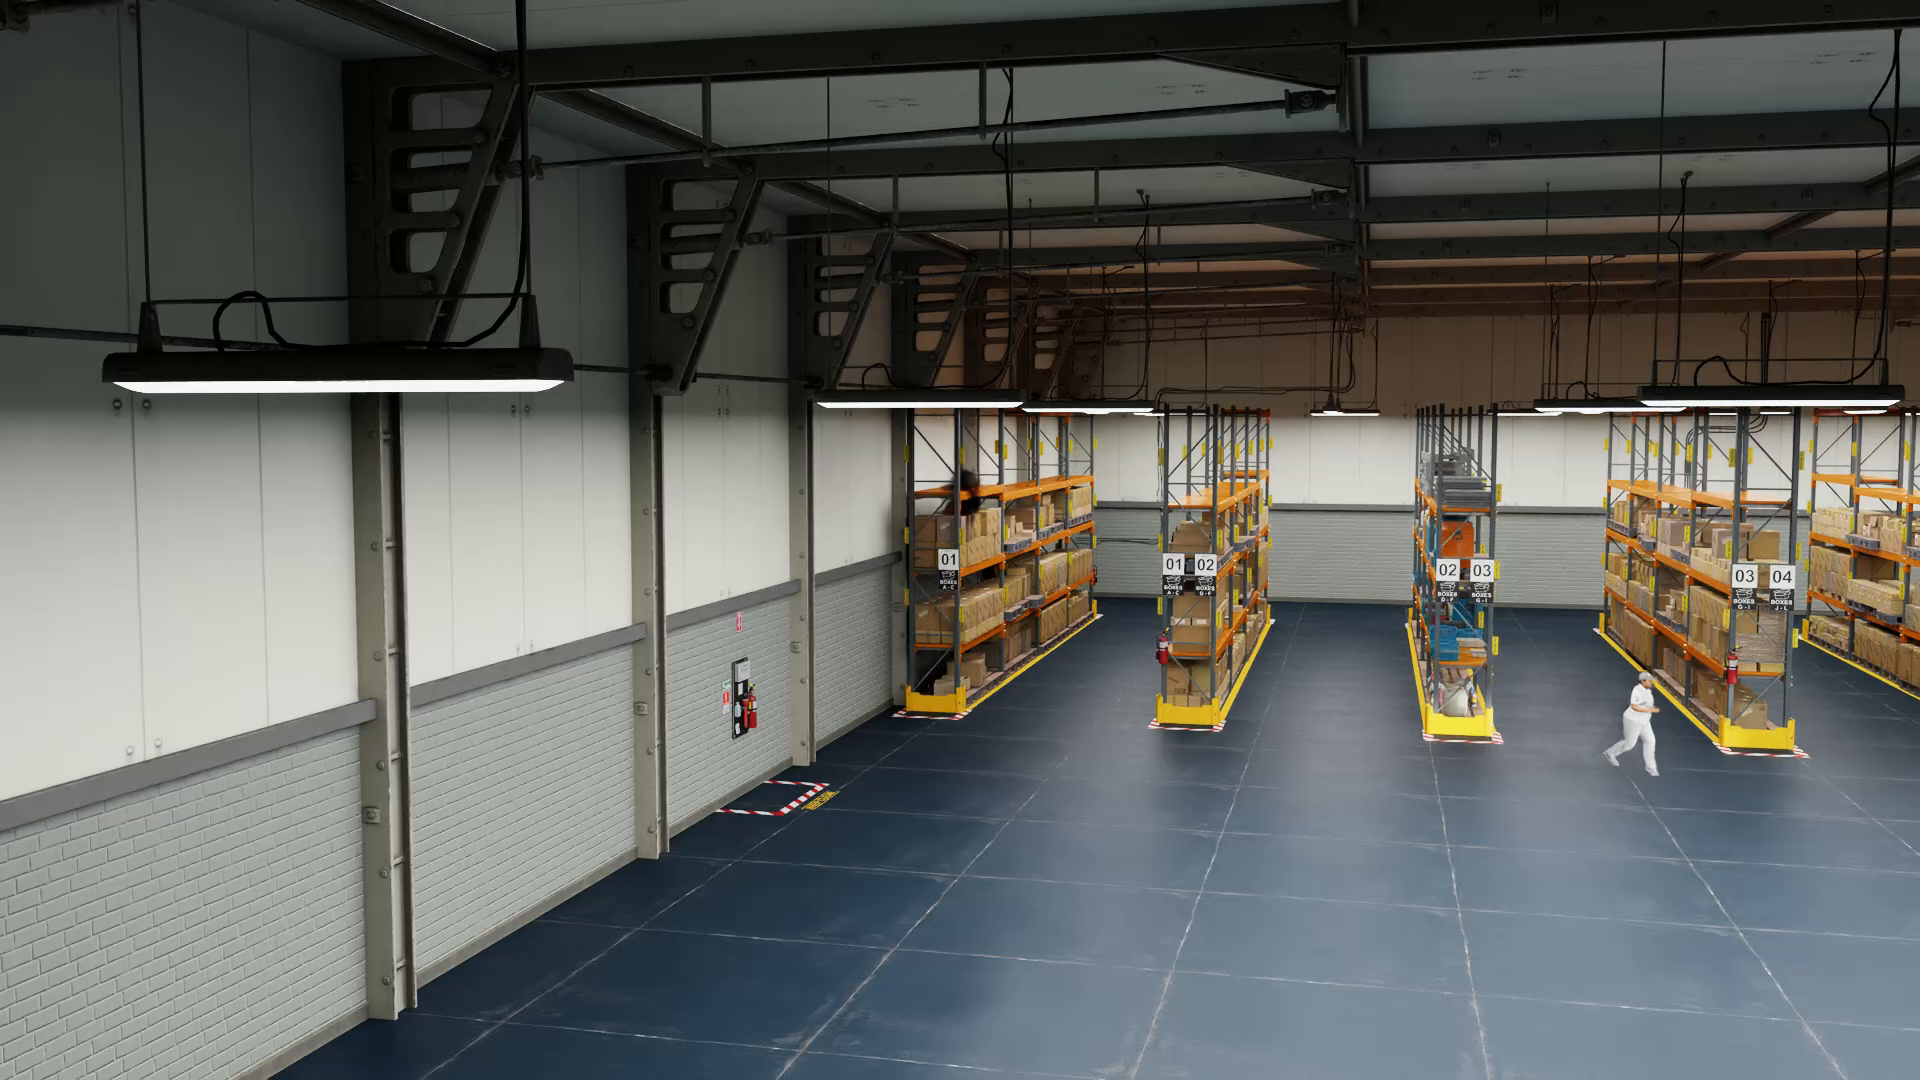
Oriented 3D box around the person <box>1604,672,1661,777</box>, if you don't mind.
[{"bbox_3d":[10.907,2.962,26.908,0.634,1.699,0.929,-4,6,-45],"label":"person"}]
